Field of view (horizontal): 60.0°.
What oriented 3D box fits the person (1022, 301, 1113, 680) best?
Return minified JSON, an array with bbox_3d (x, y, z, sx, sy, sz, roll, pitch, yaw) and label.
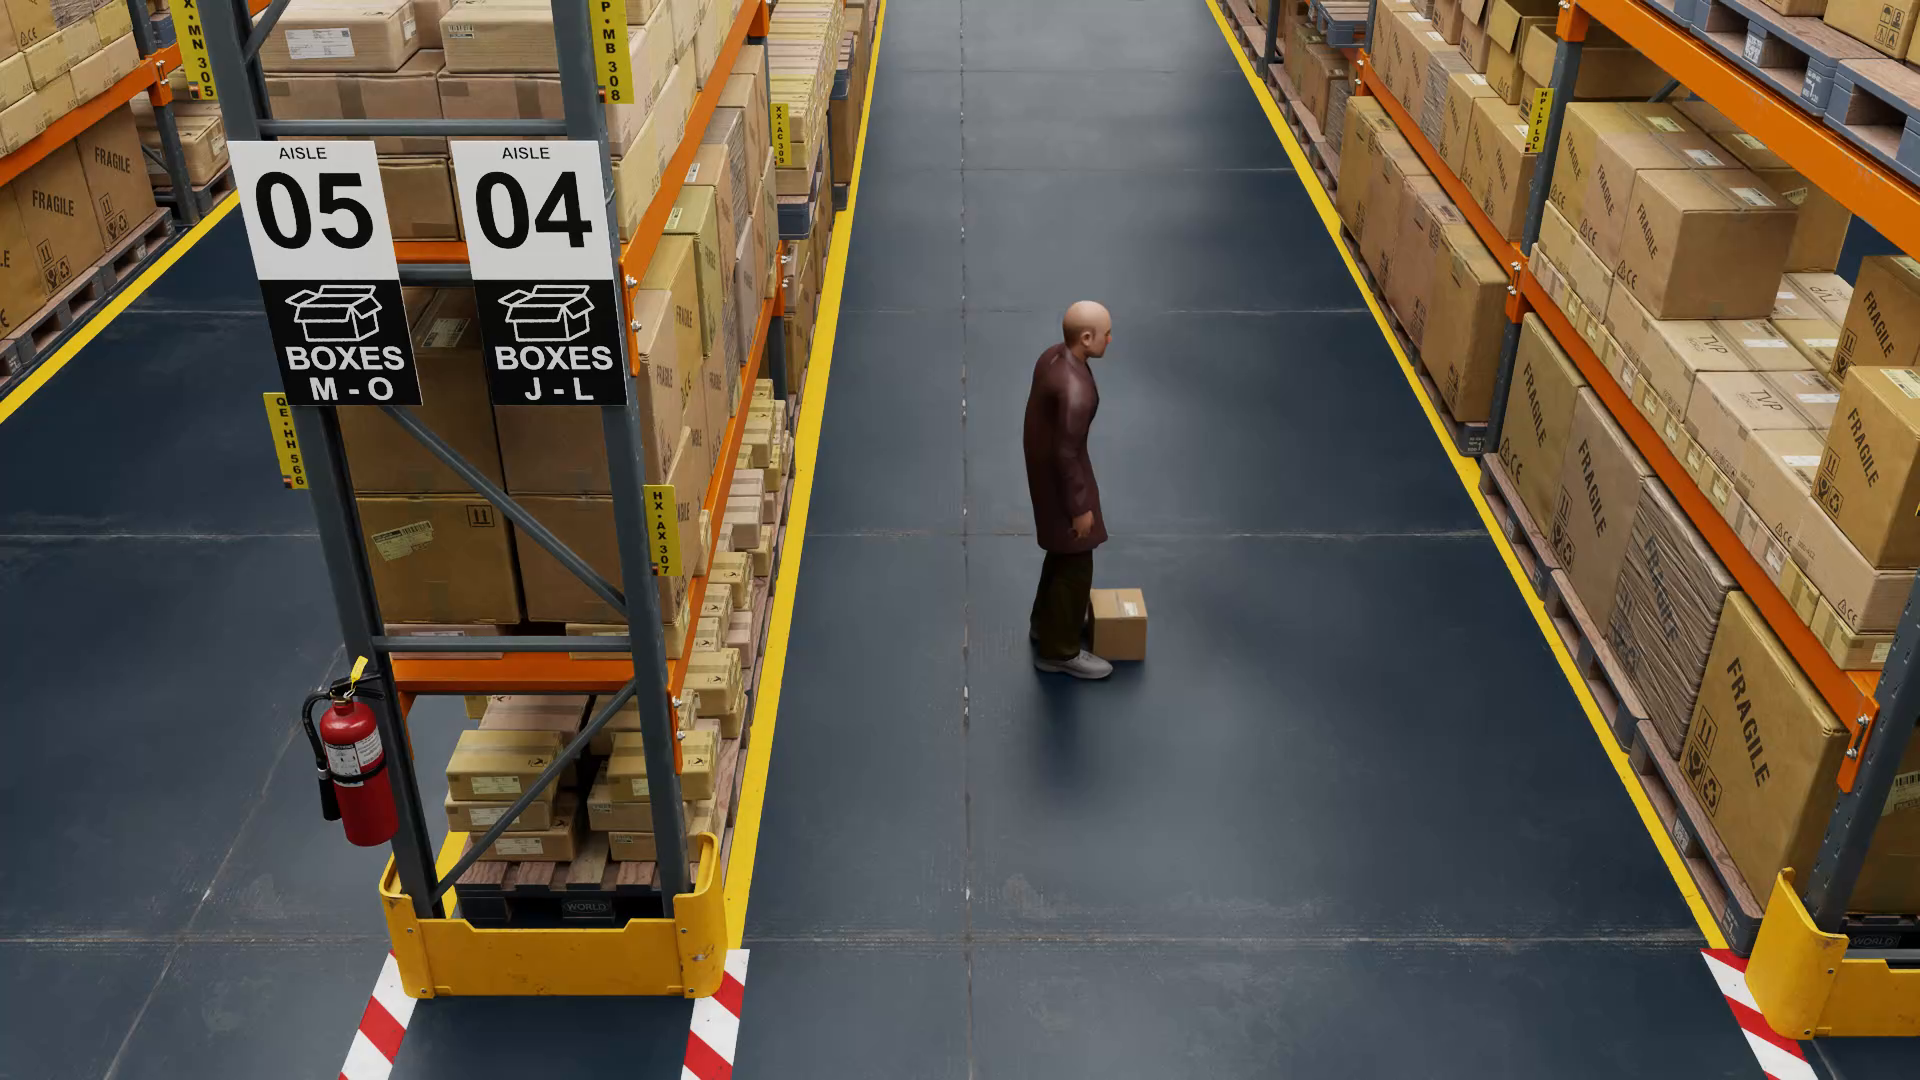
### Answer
[{"bbox_3d":[0.497,-0.246,7.557,0.428,1.772,0.642,-1,31,-2],"label":"person"}]
